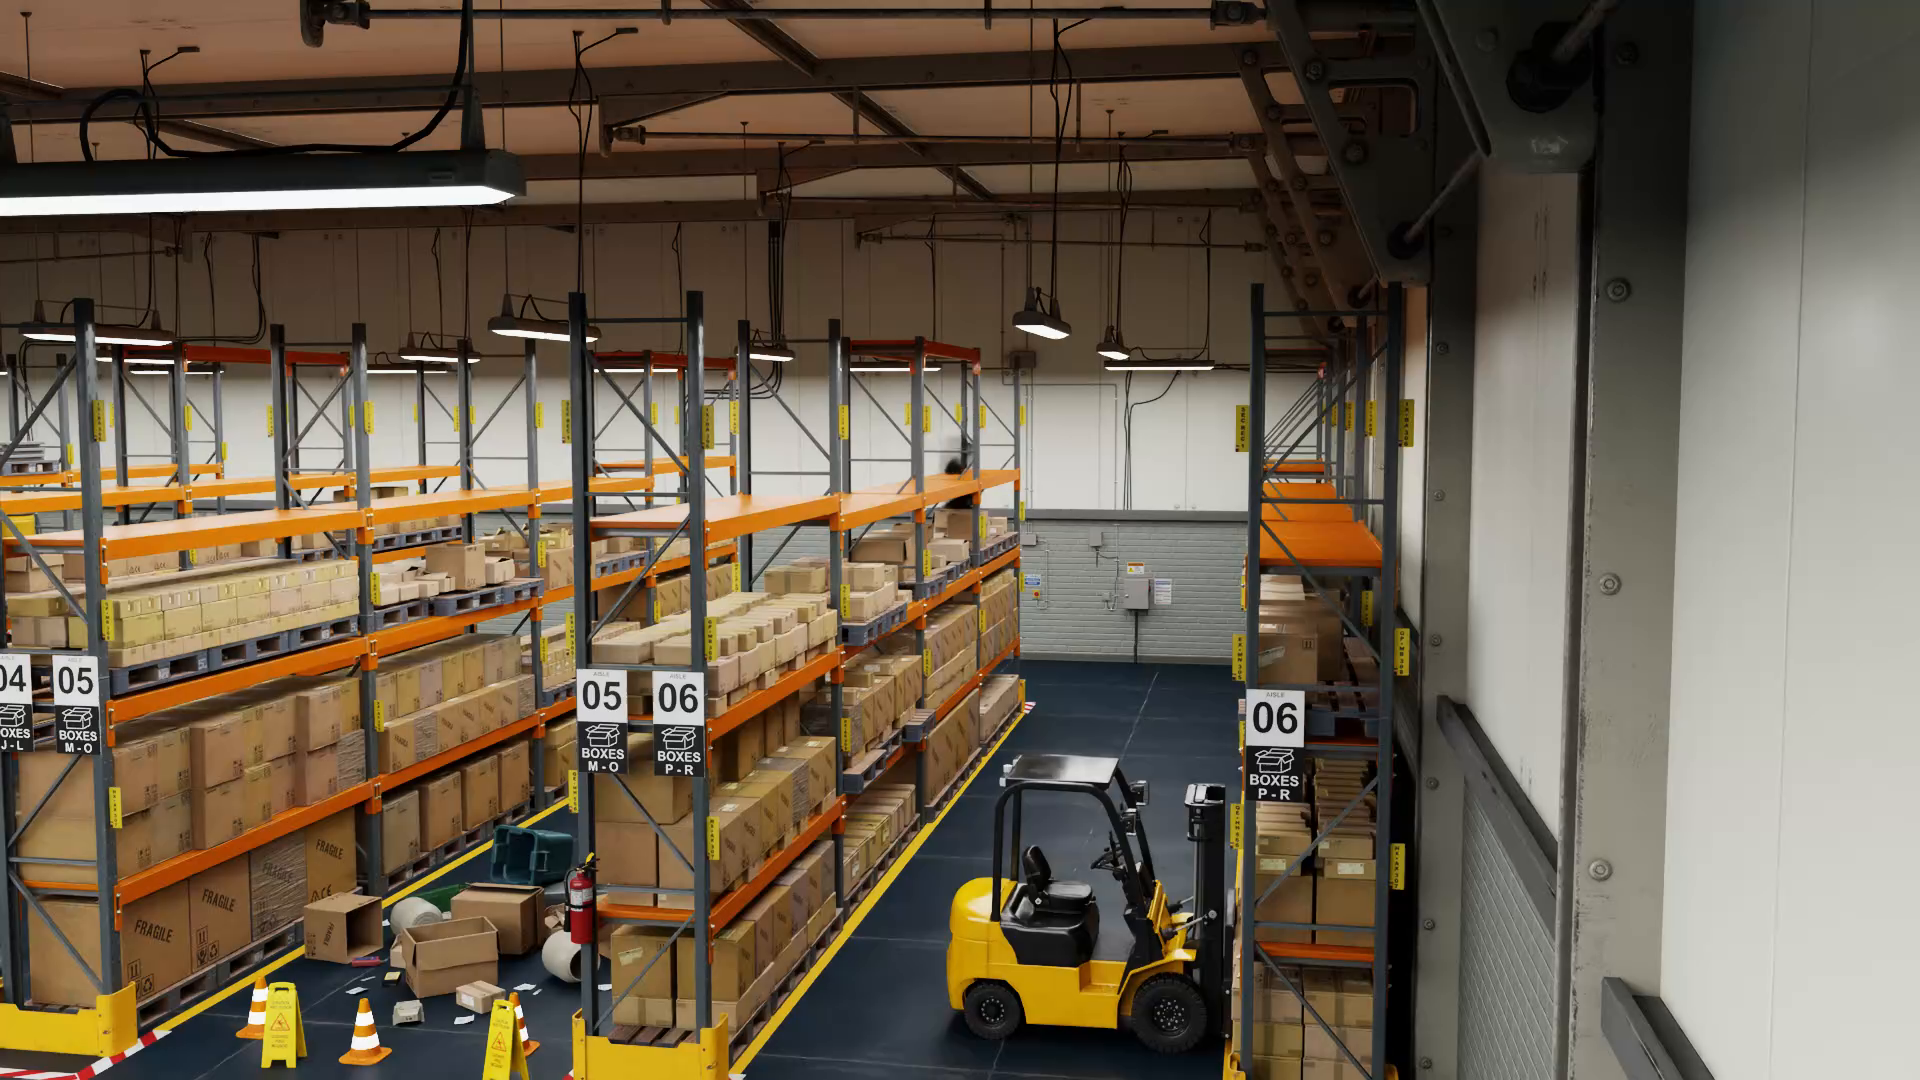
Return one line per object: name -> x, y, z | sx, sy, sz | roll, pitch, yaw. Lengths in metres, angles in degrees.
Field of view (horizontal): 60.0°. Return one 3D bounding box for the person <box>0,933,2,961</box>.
person -> -8.840, 3.126, 15.129 | 0.614, 1.730, 0.739 | 0, 5, 4
